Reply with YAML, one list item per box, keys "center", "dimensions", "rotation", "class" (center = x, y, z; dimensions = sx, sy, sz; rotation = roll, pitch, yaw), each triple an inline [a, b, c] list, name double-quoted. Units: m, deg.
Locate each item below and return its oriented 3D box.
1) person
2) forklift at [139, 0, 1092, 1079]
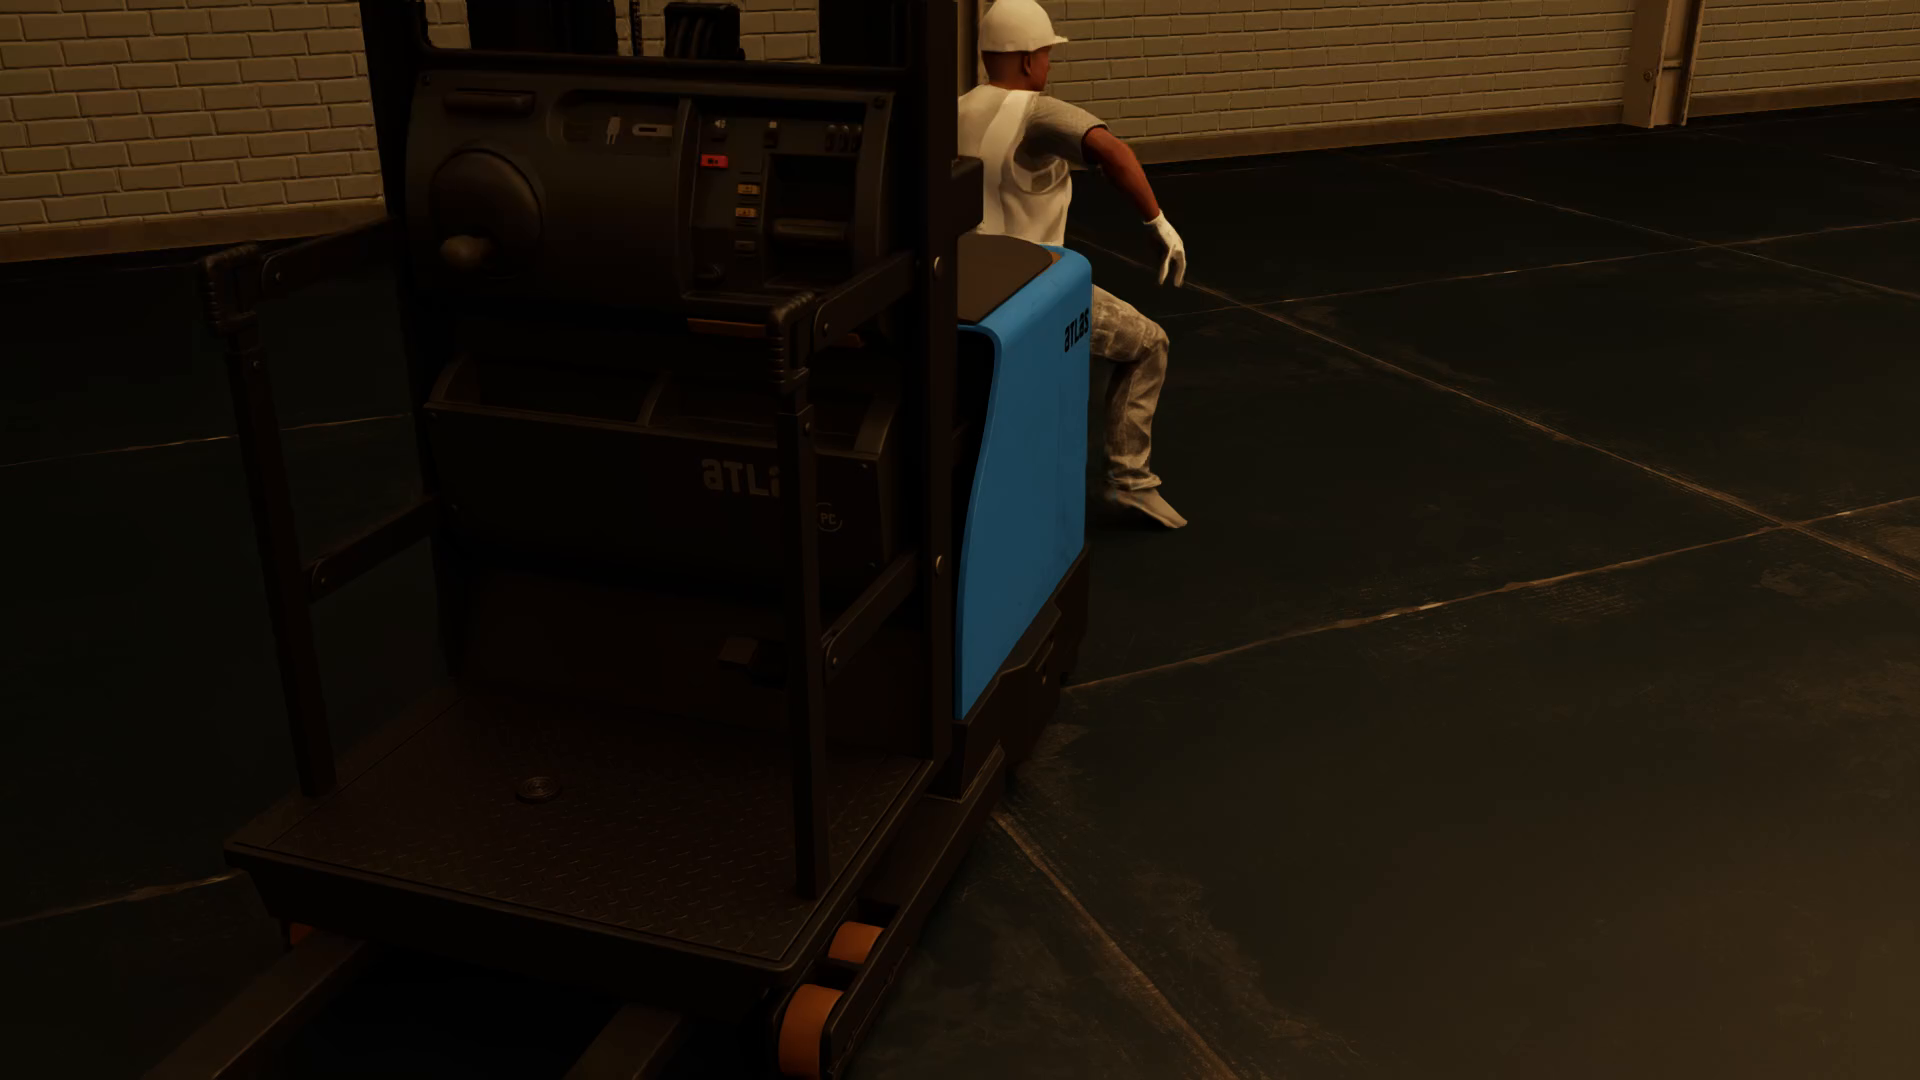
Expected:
- center: [0.260, -0.792, 5.009]
  dimensions: [0.682, 1.615, 1.146]
  rotation: [-15, 27, -32]
  class: "person"
- center: [-0.626, -0.596, 2.720]
  dimensions: [1.130, 2.935, 3.031]
  rotation: [7, 24, 17]
  class: "forklift"
